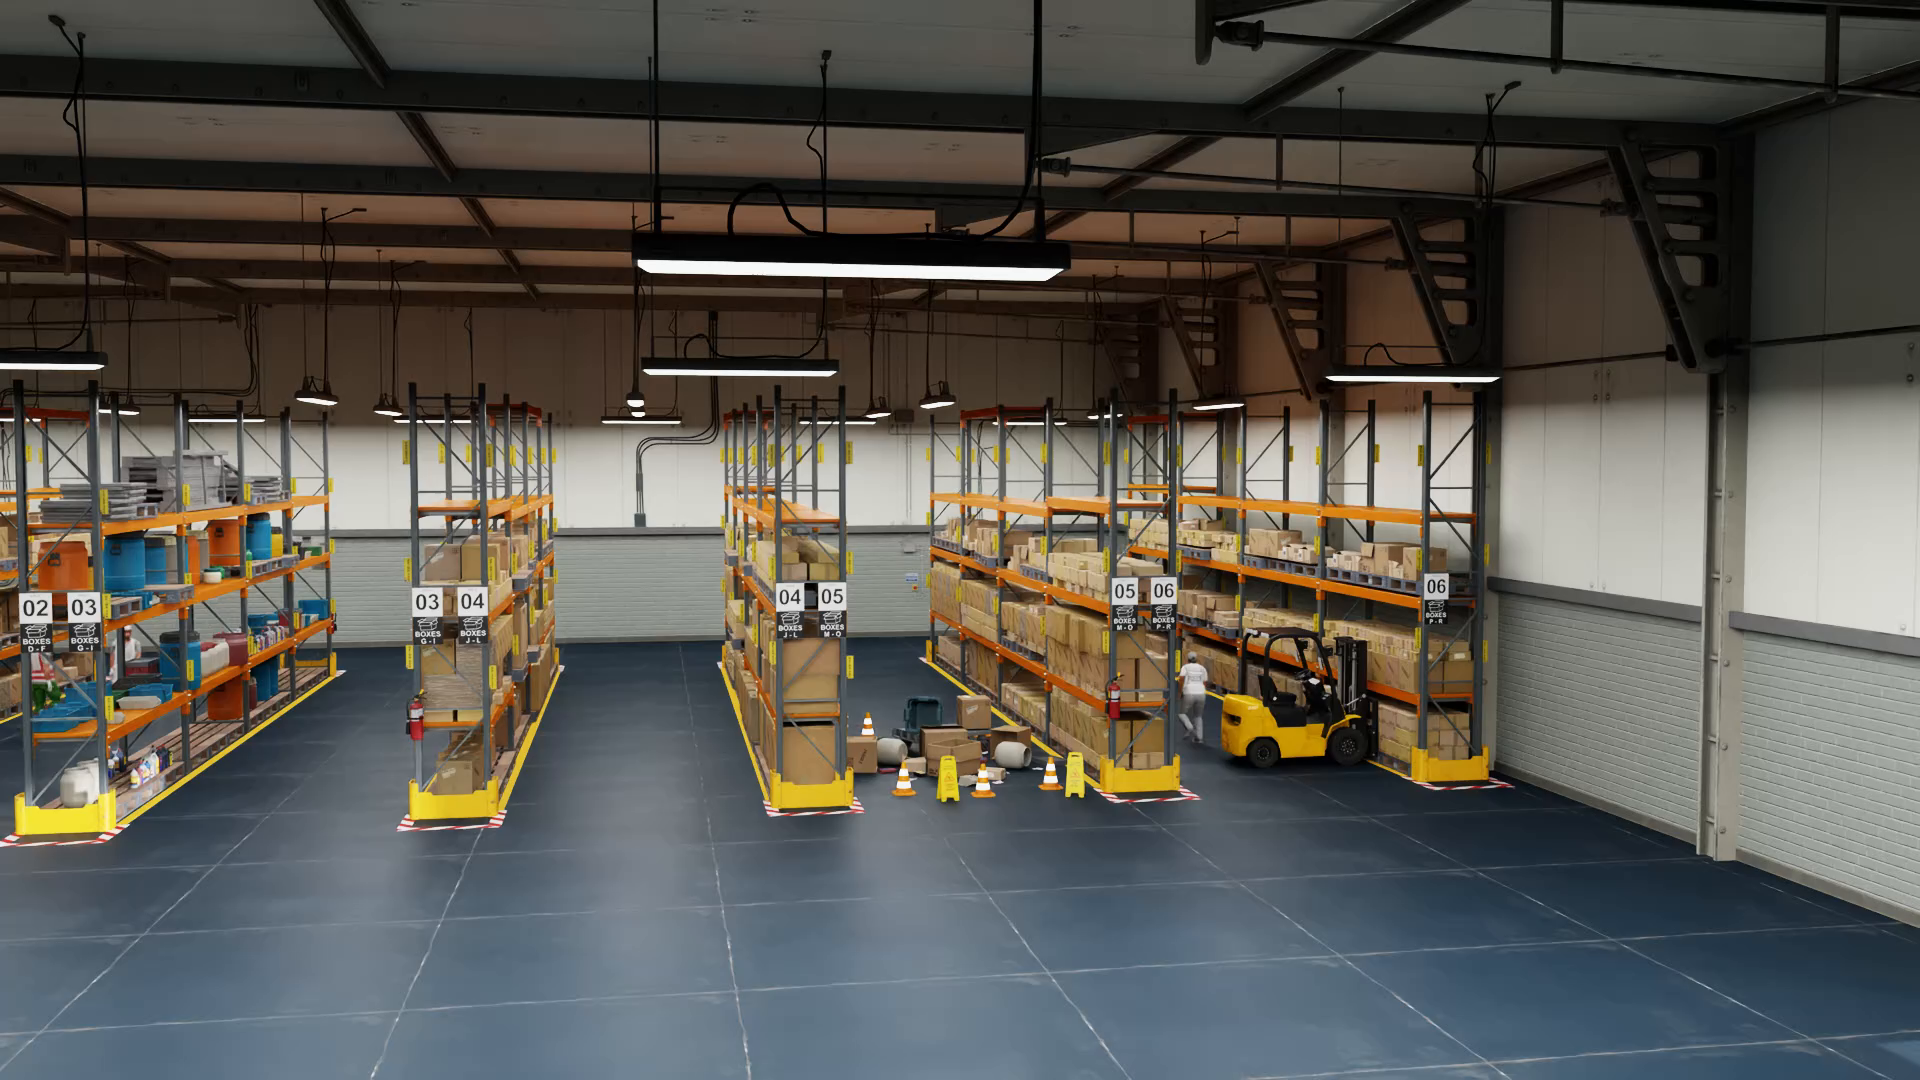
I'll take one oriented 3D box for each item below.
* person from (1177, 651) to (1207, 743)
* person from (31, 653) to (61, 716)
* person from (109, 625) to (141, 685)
[{"bbox_3d":[4.080,2.750,29.220,0.588,1.559,0.721,0,3,-9],"label":"person"},{"bbox_3d":[-16.583,2.583,30.031,0.570,1.779,0.508,0,3,8],"label":"person"},{"bbox_3d":[-15.889,2.514,31.657,0.563,1.805,0.670,-1,3,-27],"label":"person"}]
